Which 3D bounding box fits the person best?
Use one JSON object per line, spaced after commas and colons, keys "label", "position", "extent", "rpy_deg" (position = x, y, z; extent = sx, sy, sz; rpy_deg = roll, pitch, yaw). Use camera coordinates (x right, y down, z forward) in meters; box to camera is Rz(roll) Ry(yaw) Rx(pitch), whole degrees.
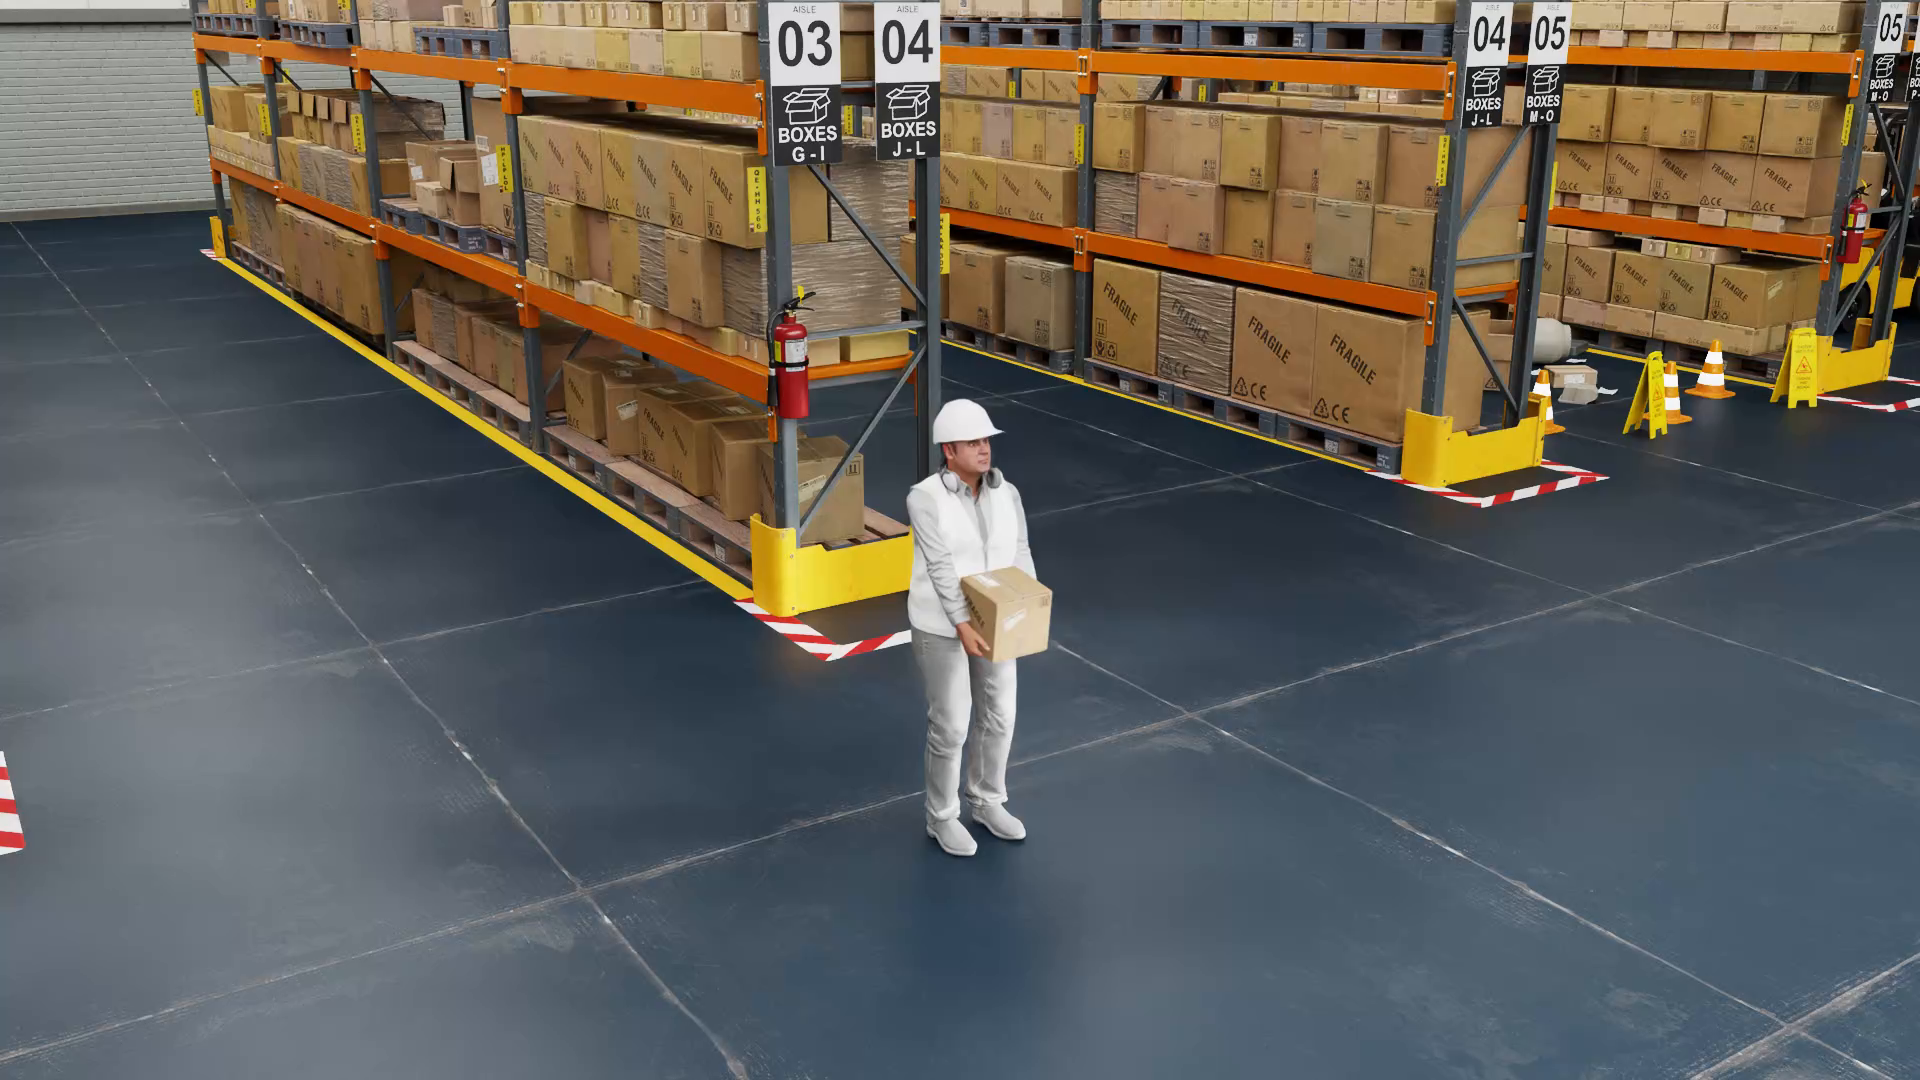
{"label": "person", "position": [0.081, 0.348, 6.445], "extent": [0.495, 1.770, 0.556], "rpy_deg": [-11, 21, -31]}
